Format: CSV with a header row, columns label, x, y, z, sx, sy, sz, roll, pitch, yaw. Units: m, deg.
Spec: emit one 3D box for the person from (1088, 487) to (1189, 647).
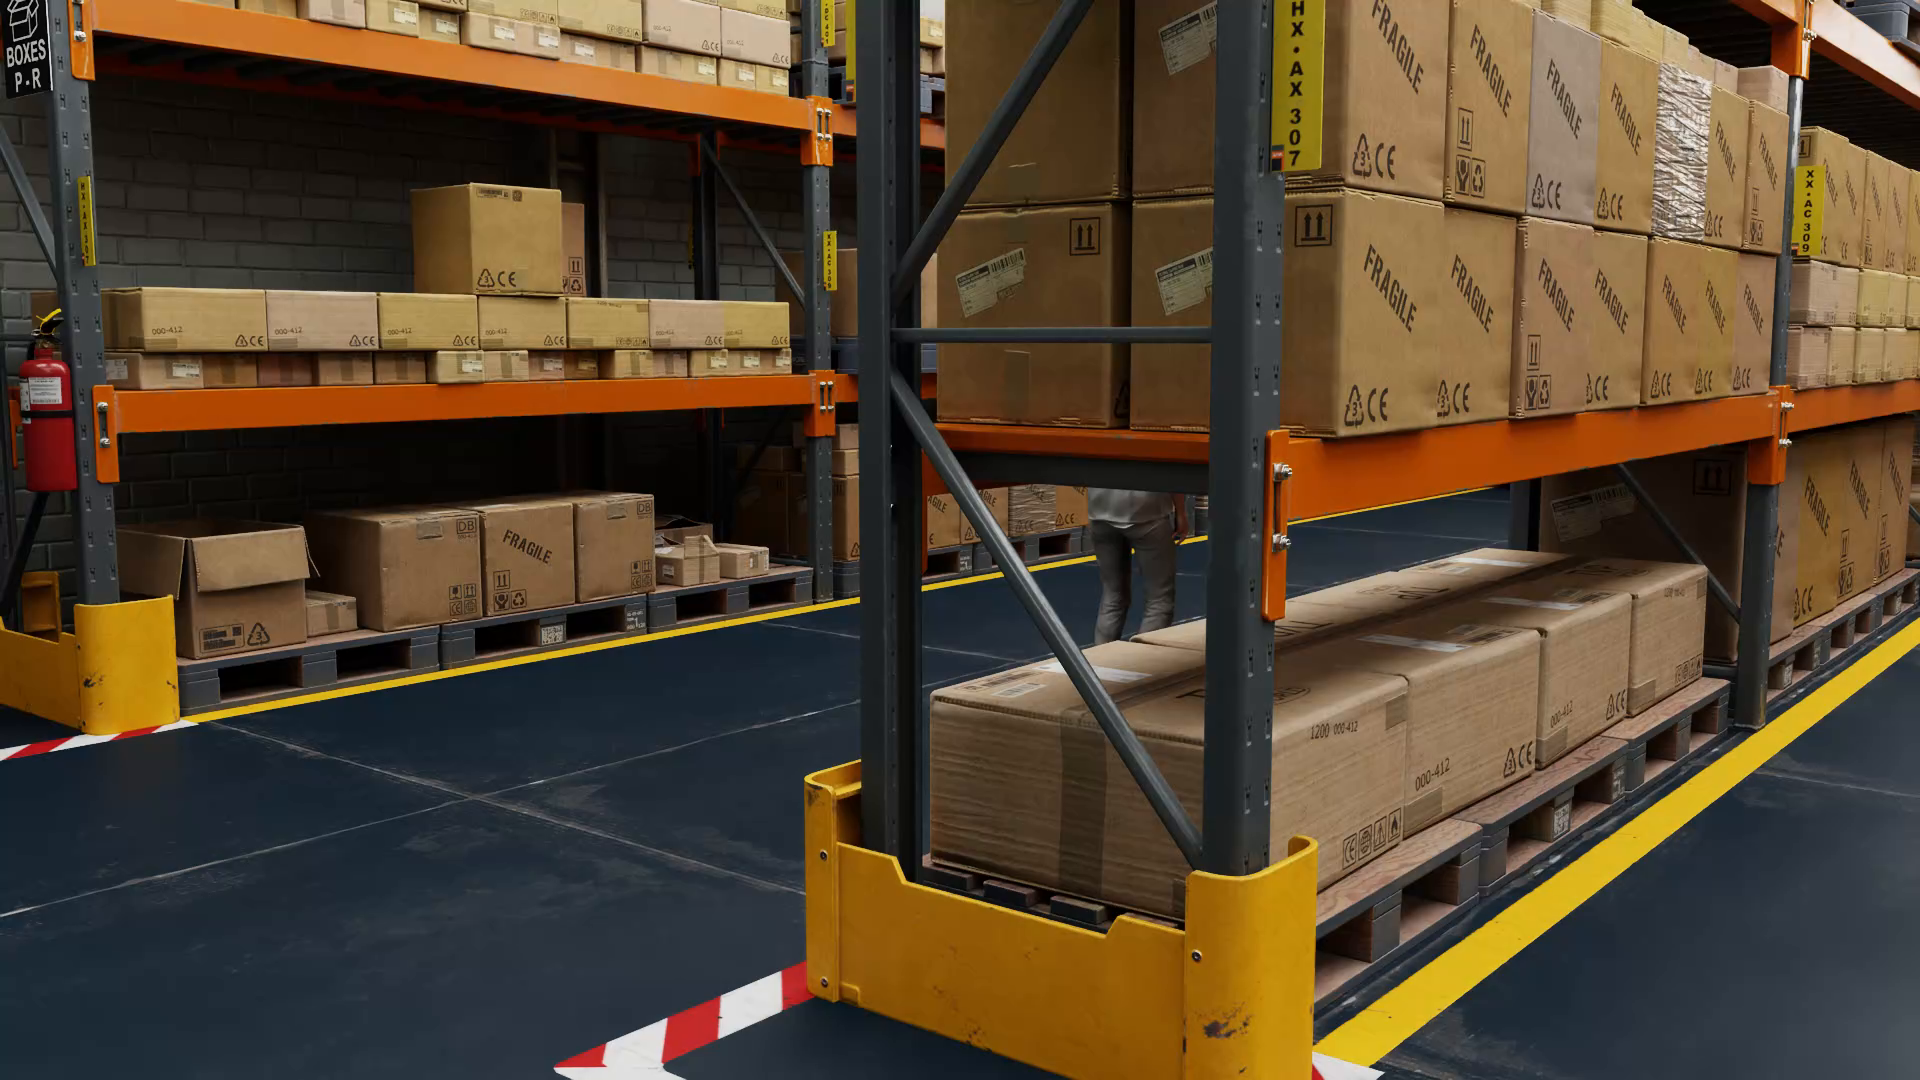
label,x,y,z,sx,sy,sz,roll,pitch,yaw
person,0.691,-0.091,6.618,0.460,1.592,0.343,6,9,40
